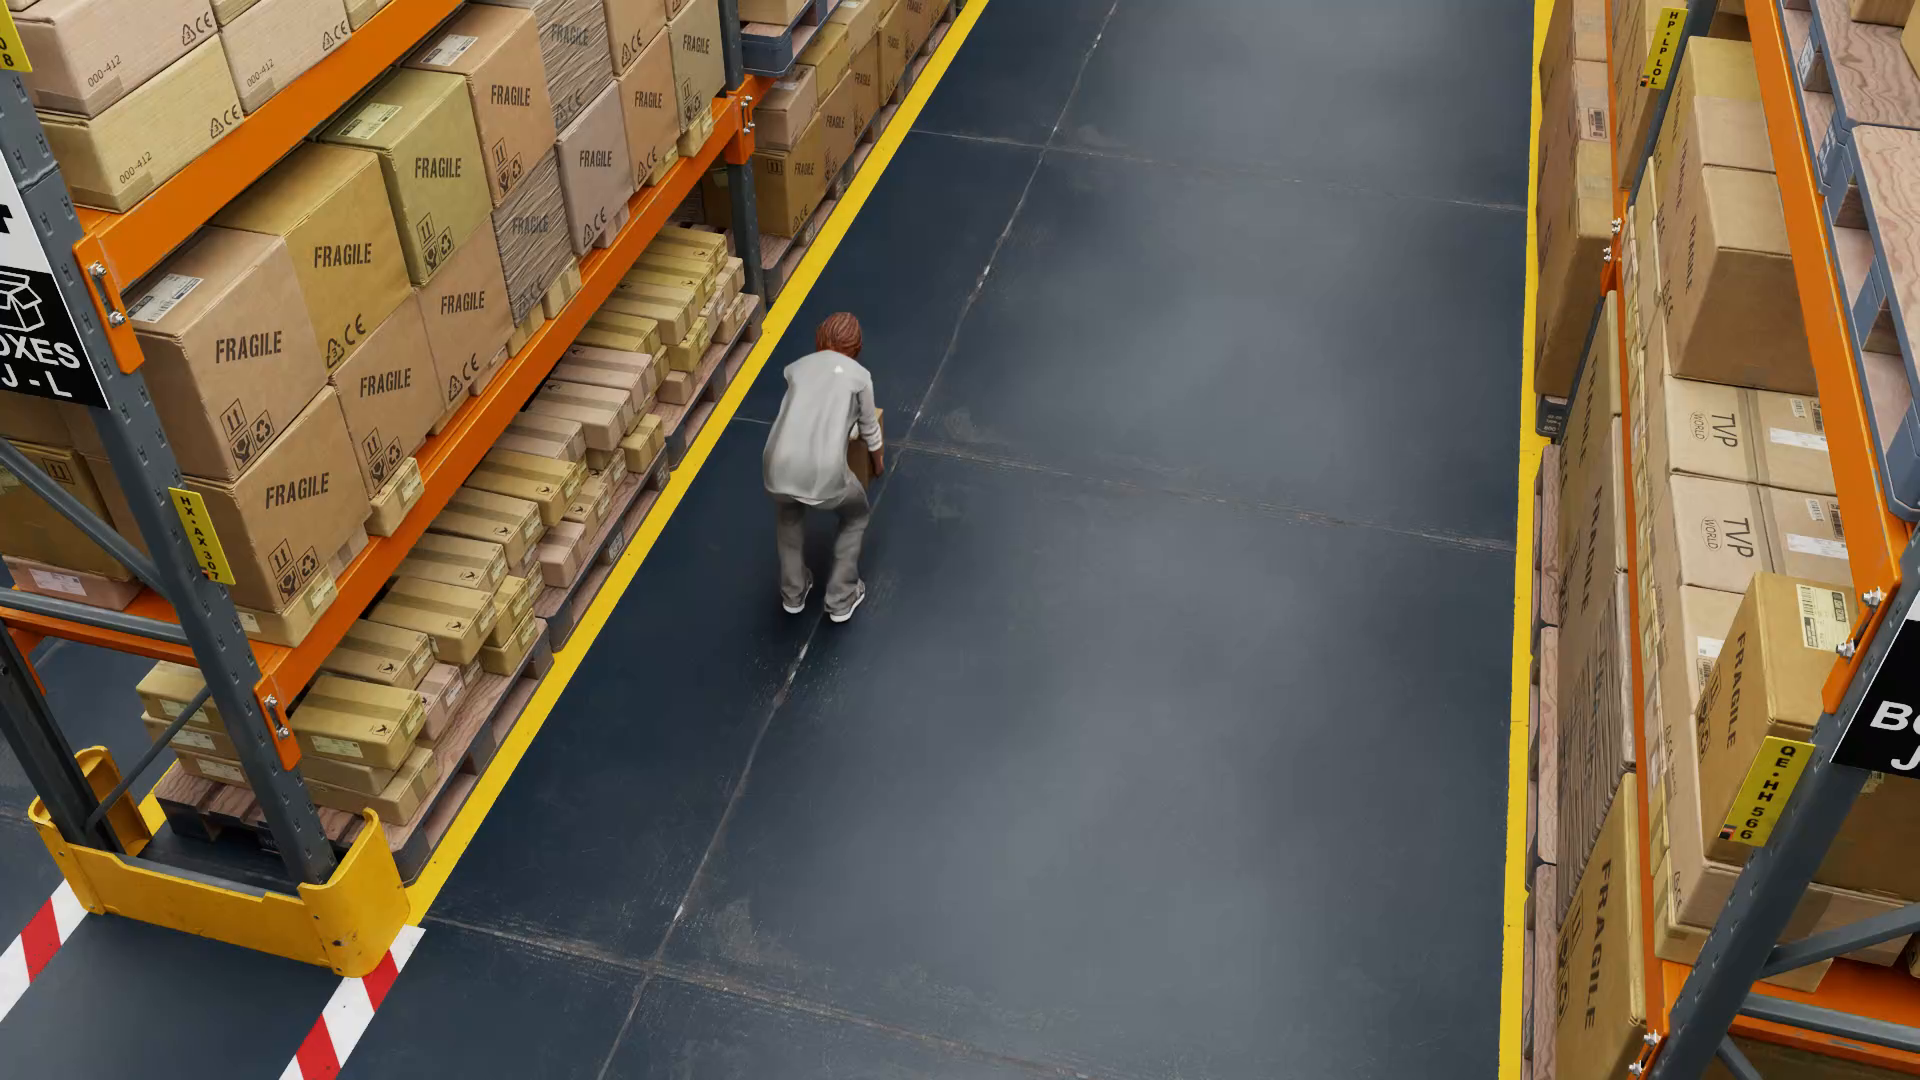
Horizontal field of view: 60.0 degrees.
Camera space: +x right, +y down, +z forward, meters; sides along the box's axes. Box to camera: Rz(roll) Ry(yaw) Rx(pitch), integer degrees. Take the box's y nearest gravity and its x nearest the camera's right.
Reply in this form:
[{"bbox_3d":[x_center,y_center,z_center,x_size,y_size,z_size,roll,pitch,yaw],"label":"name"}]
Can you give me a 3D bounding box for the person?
[{"bbox_3d":[-0.543,-0.276,6.841,0.402,1.115,0.842,9,42,9],"label":"person"}]
